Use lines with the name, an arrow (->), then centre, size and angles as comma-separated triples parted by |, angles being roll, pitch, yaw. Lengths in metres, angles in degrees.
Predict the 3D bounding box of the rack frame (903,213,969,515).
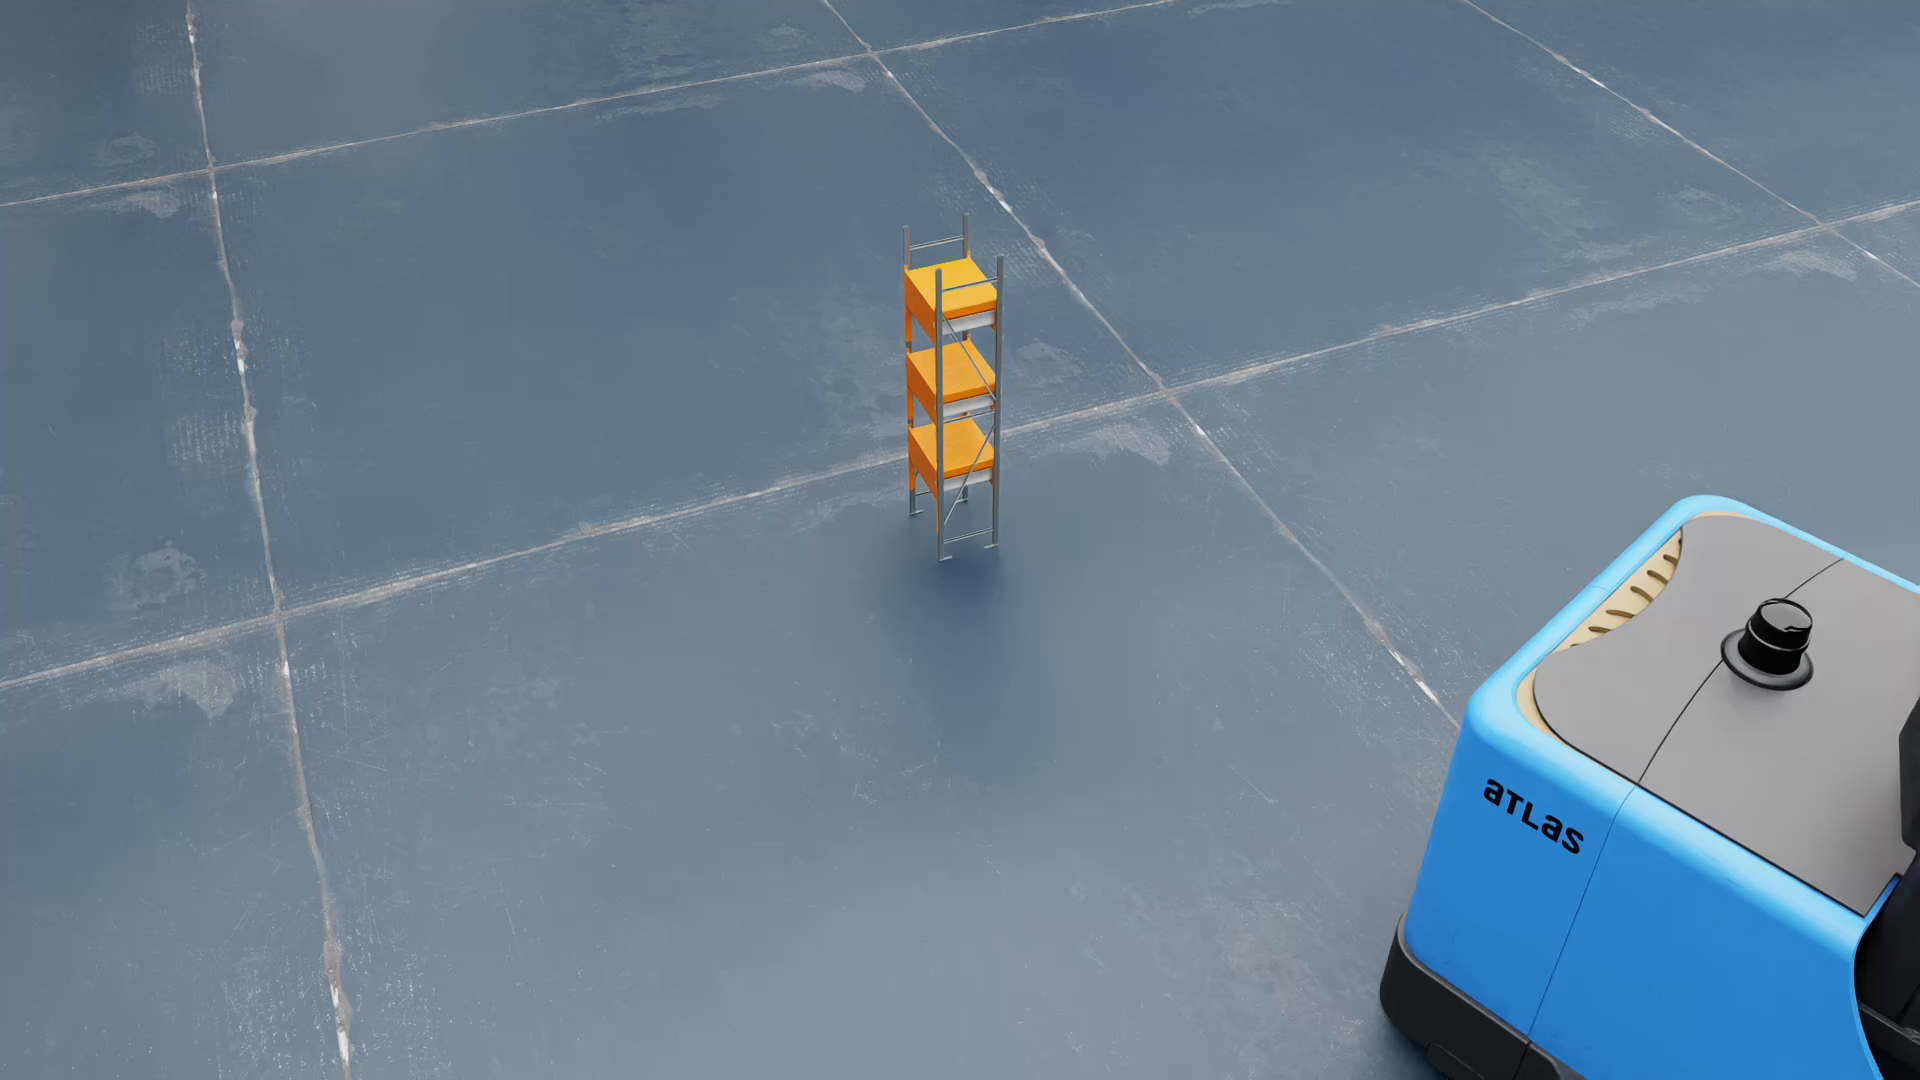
rack frame -> -0.067, -0.504, 5.031 | 0.200, 1.050, 0.008 | -15, 43, -17

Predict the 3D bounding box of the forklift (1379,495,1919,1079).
forklift -> 2.378, 0.478, 2.446 | 1.130, 2.935, 3.031 | -33, 51, -32

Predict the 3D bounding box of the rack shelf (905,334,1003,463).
rack shelf -> -0.020, -0.422, 4.952 | 0.215, 0.259, 0.240 | -15, 43, -17

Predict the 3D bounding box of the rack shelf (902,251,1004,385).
rack shelf -> -0.020, -0.637, 4.767 | 0.215, 0.259, 0.240 | -15, 43, -17

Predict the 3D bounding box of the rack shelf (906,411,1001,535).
rack shelf -> -0.020, -0.212, 5.133 | 0.215, 0.259, 0.240 | -15, 43, -17

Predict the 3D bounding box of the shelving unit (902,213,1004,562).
shelving unit -> -0.020, -0.430, 4.945 | 0.215, 1.050, 0.252 | -15, 43, -17

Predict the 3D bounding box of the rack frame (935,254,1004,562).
rack frame -> 0.026, -0.357, 4.860 | 0.200, 1.050, 0.008 | -15, 43, -17
